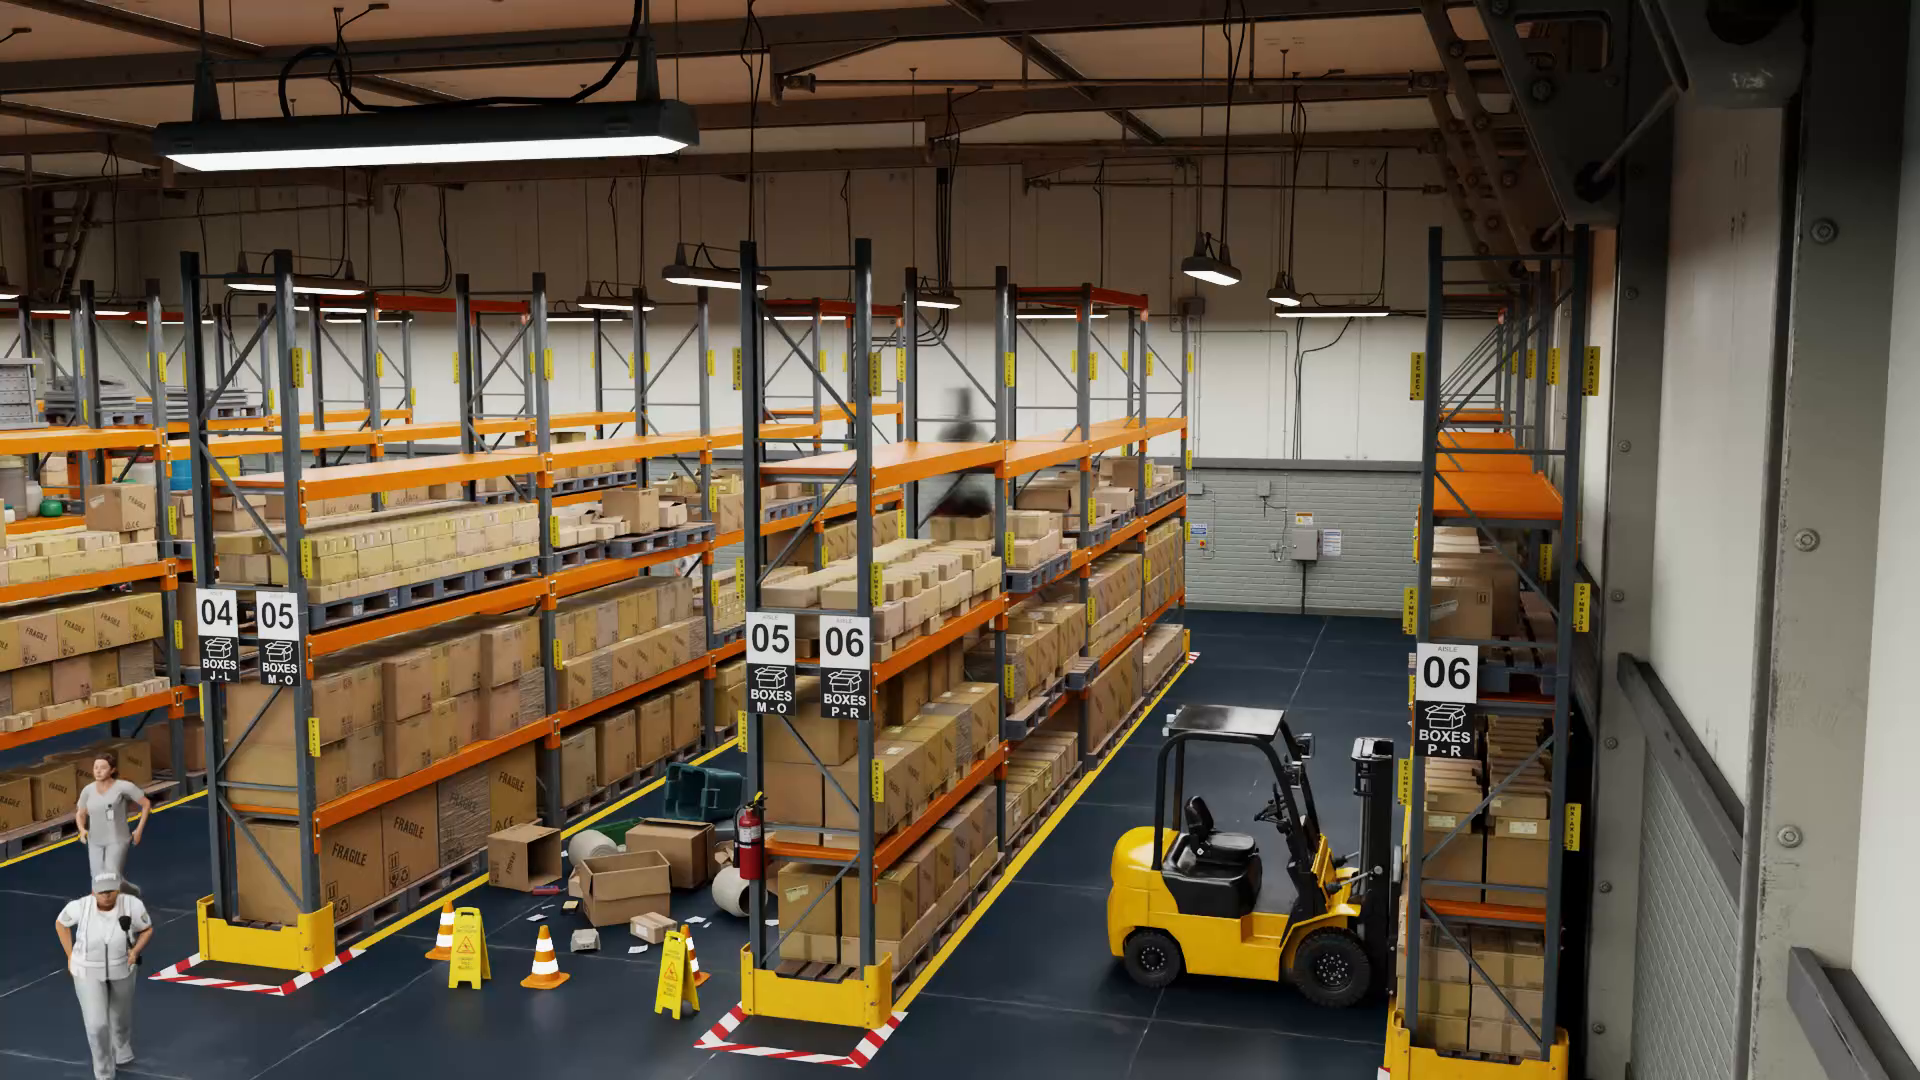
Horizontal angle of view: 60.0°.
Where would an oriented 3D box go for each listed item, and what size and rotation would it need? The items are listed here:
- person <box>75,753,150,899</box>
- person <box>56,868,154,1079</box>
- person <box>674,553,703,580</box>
[{"bbox_3d":[-7.567,2.704,14.819,0.590,1.635,0.578,0,6,-3],"label":"person"},{"bbox_3d":[-6.011,3.068,11.729,0.599,1.661,0.883,-4,8,-32],"label":"person"},{"bbox_3d":[-4.991,0.812,31.194,0.512,1.728,0.704,5,8,39],"label":"person"}]
